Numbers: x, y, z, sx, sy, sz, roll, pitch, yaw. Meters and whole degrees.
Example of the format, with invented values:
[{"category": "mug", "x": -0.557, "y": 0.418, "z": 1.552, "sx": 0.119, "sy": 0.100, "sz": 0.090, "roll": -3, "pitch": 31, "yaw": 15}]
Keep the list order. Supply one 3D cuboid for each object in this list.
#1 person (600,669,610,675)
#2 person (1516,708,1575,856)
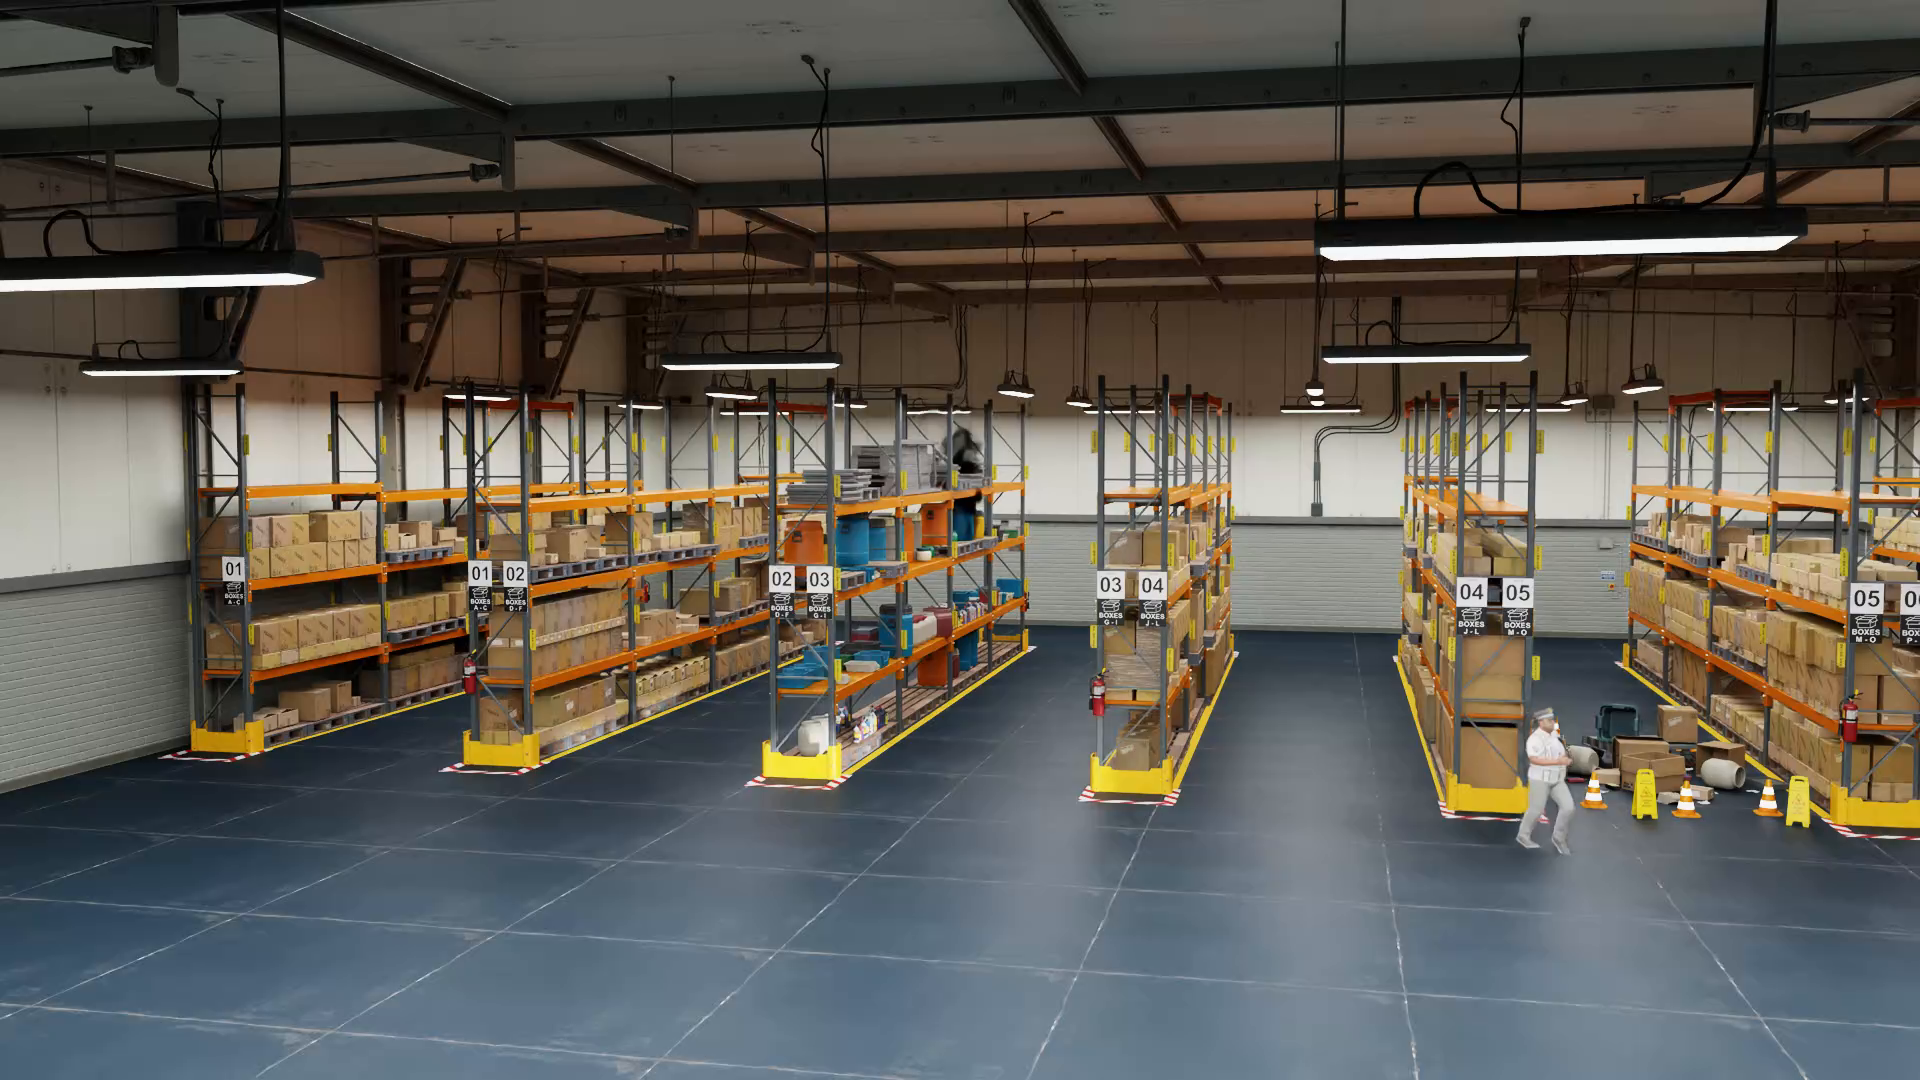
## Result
[{"category": "person", "x": -7.181, "y": 2.285, "z": 33.563, "sx": 0.619, "sy": 1.692, "sz": 0.691, "roll": 1, "pitch": 3, "yaw": 16}, {"category": "person", "x": 7.192, "y": 2.964, "z": 20.330, "sx": 0.657, "sy": 1.845, "sz": 0.765, "roll": -2, "pitch": 4, "yaw": -27}]
